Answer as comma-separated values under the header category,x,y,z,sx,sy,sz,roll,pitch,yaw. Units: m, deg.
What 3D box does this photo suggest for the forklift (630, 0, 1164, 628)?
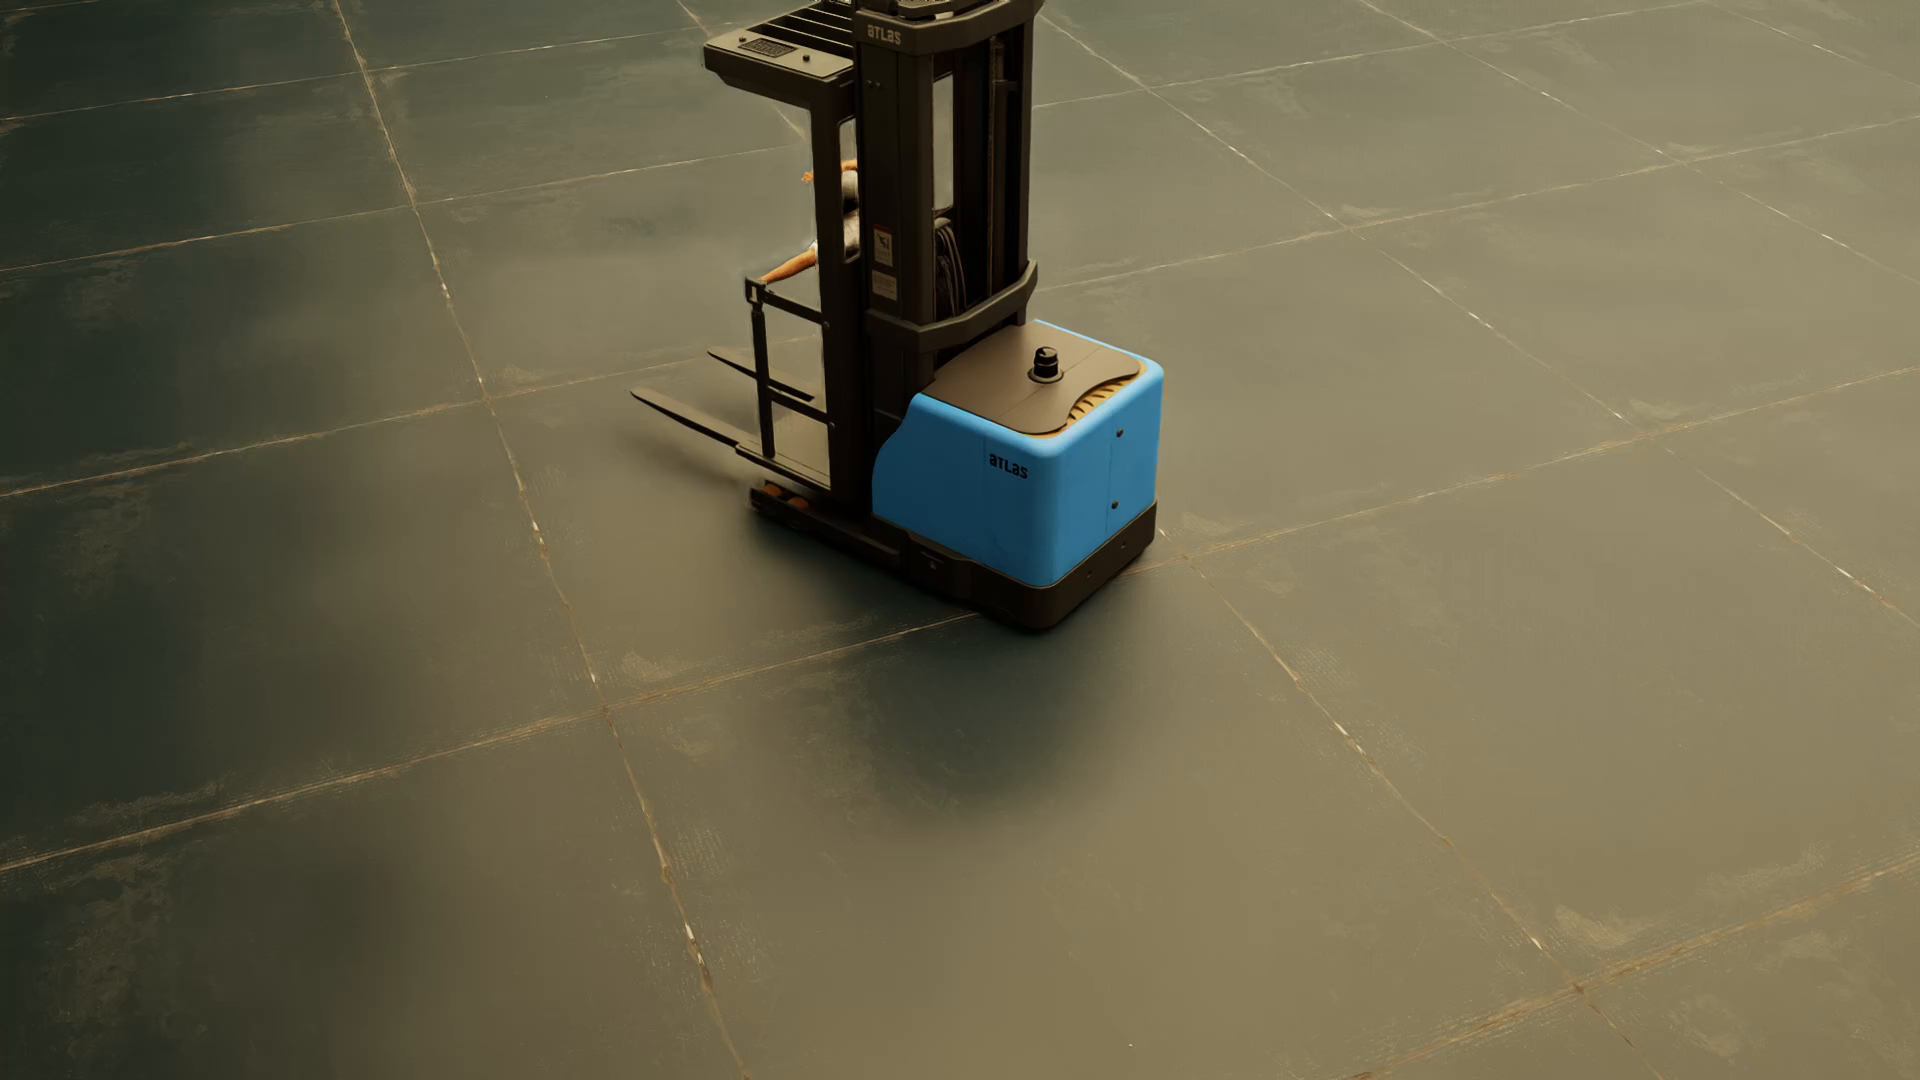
category,x,y,z,sx,sy,sz,roll,pitch,yaw
forklift,-0.477,-1.469,8.165,3.031,2.935,1.130,24,42,30

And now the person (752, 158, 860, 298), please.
category,x,y,z,sx,sy,sz,roll,pitch,yaw
person,-0.777,-1.542,9.615,0.923,1.372,0.922,-5,36,-7
